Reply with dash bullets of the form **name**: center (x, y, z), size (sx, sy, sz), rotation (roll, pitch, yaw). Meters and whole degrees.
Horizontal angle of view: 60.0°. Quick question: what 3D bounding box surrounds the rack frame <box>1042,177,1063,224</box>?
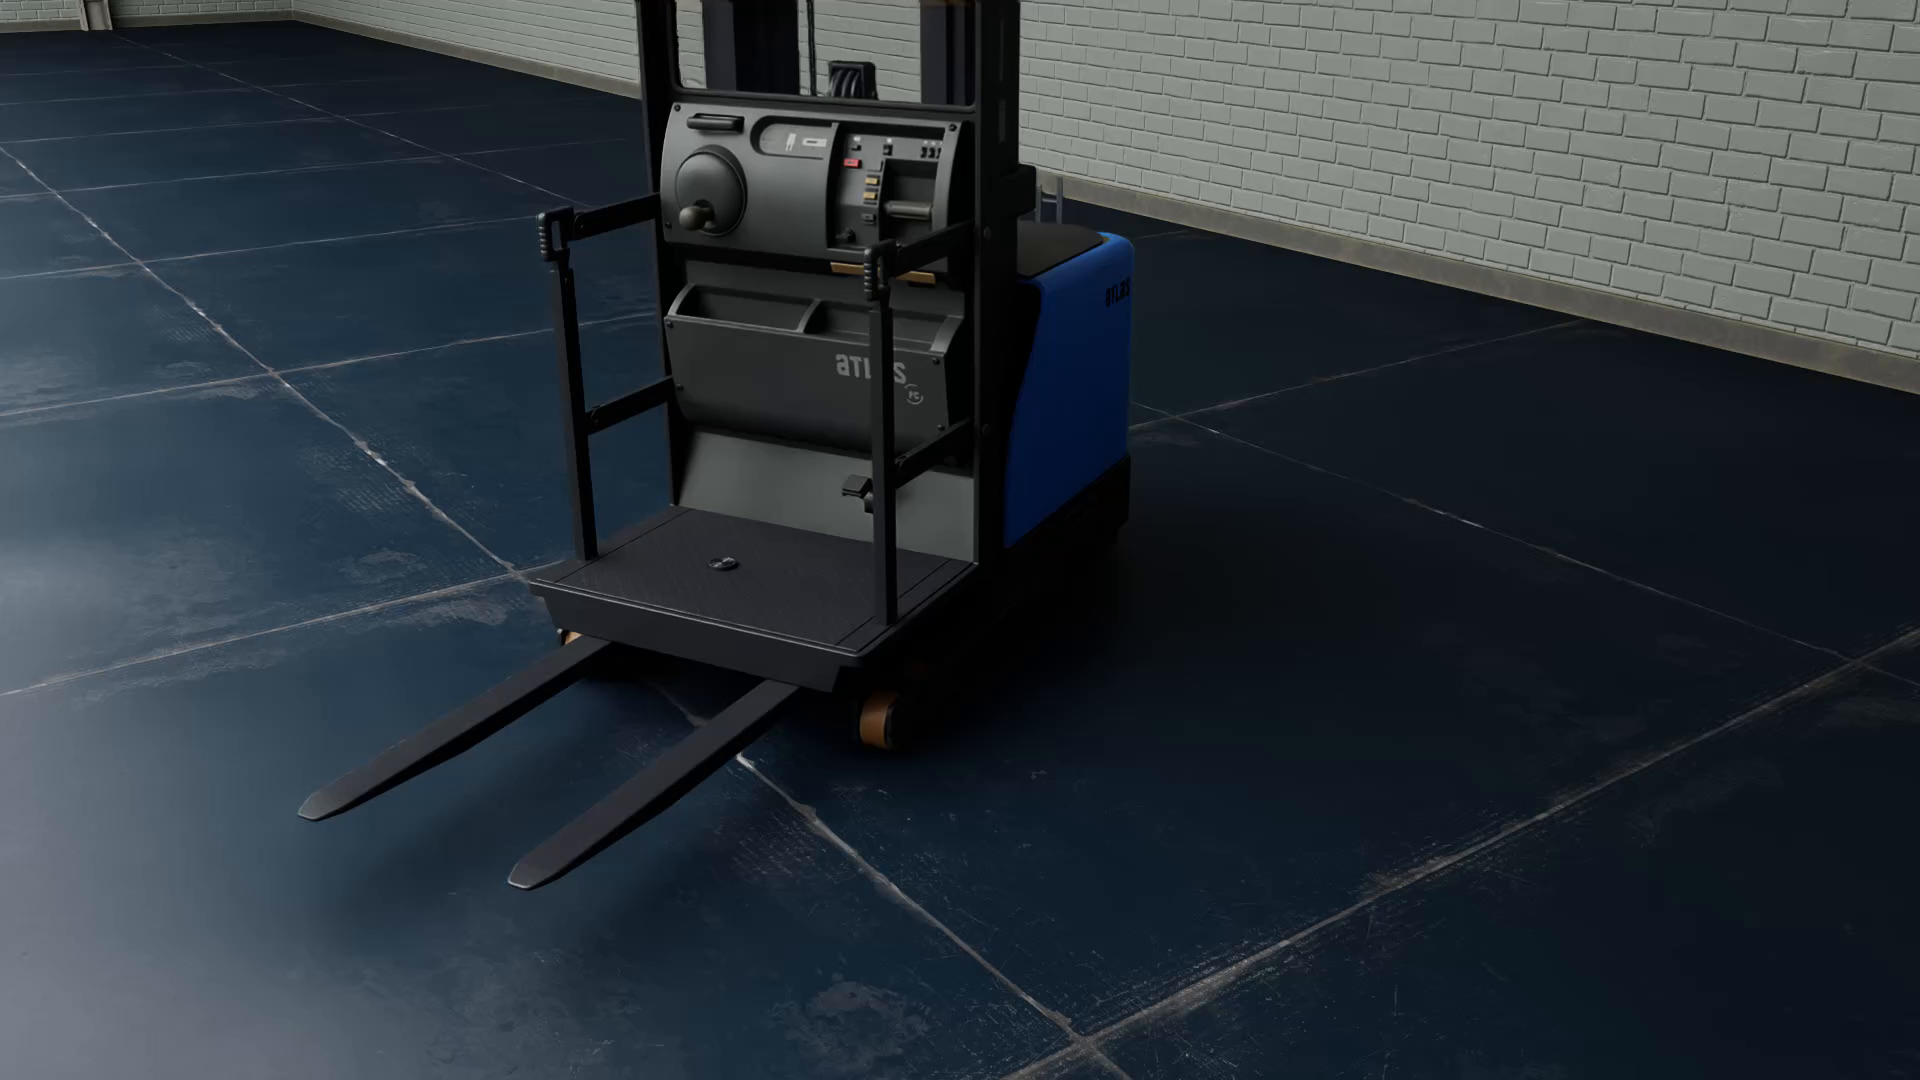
- **rack frame**: center (0.256, -0.741, 6.136), size (0.240, 1.200, 0.006), rotation (11, 24, 25)

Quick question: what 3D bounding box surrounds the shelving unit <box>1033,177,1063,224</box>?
- **shelving unit**: center (0.215, -0.711, 6.060), size (0.258, 1.200, 0.189), rotation (11, 24, 25)

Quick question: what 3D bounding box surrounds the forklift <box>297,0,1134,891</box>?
- **forklift**: center (-0.517, -0.982, 4.402), size (1.130, 2.935, 3.031), rotation (11, 24, 25)

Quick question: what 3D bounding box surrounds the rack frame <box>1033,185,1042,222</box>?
- **rack frame**: center (0.174, -0.681, 5.984), size (0.240, 1.200, 0.006), rotation (11, 24, 25)

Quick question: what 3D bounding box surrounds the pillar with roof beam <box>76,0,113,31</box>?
- **pillar with roof beam**: center (-10.757, -10.738, 20.663), size (0.400, 9.000, 9.100), rotation (-15, 26, -33)
